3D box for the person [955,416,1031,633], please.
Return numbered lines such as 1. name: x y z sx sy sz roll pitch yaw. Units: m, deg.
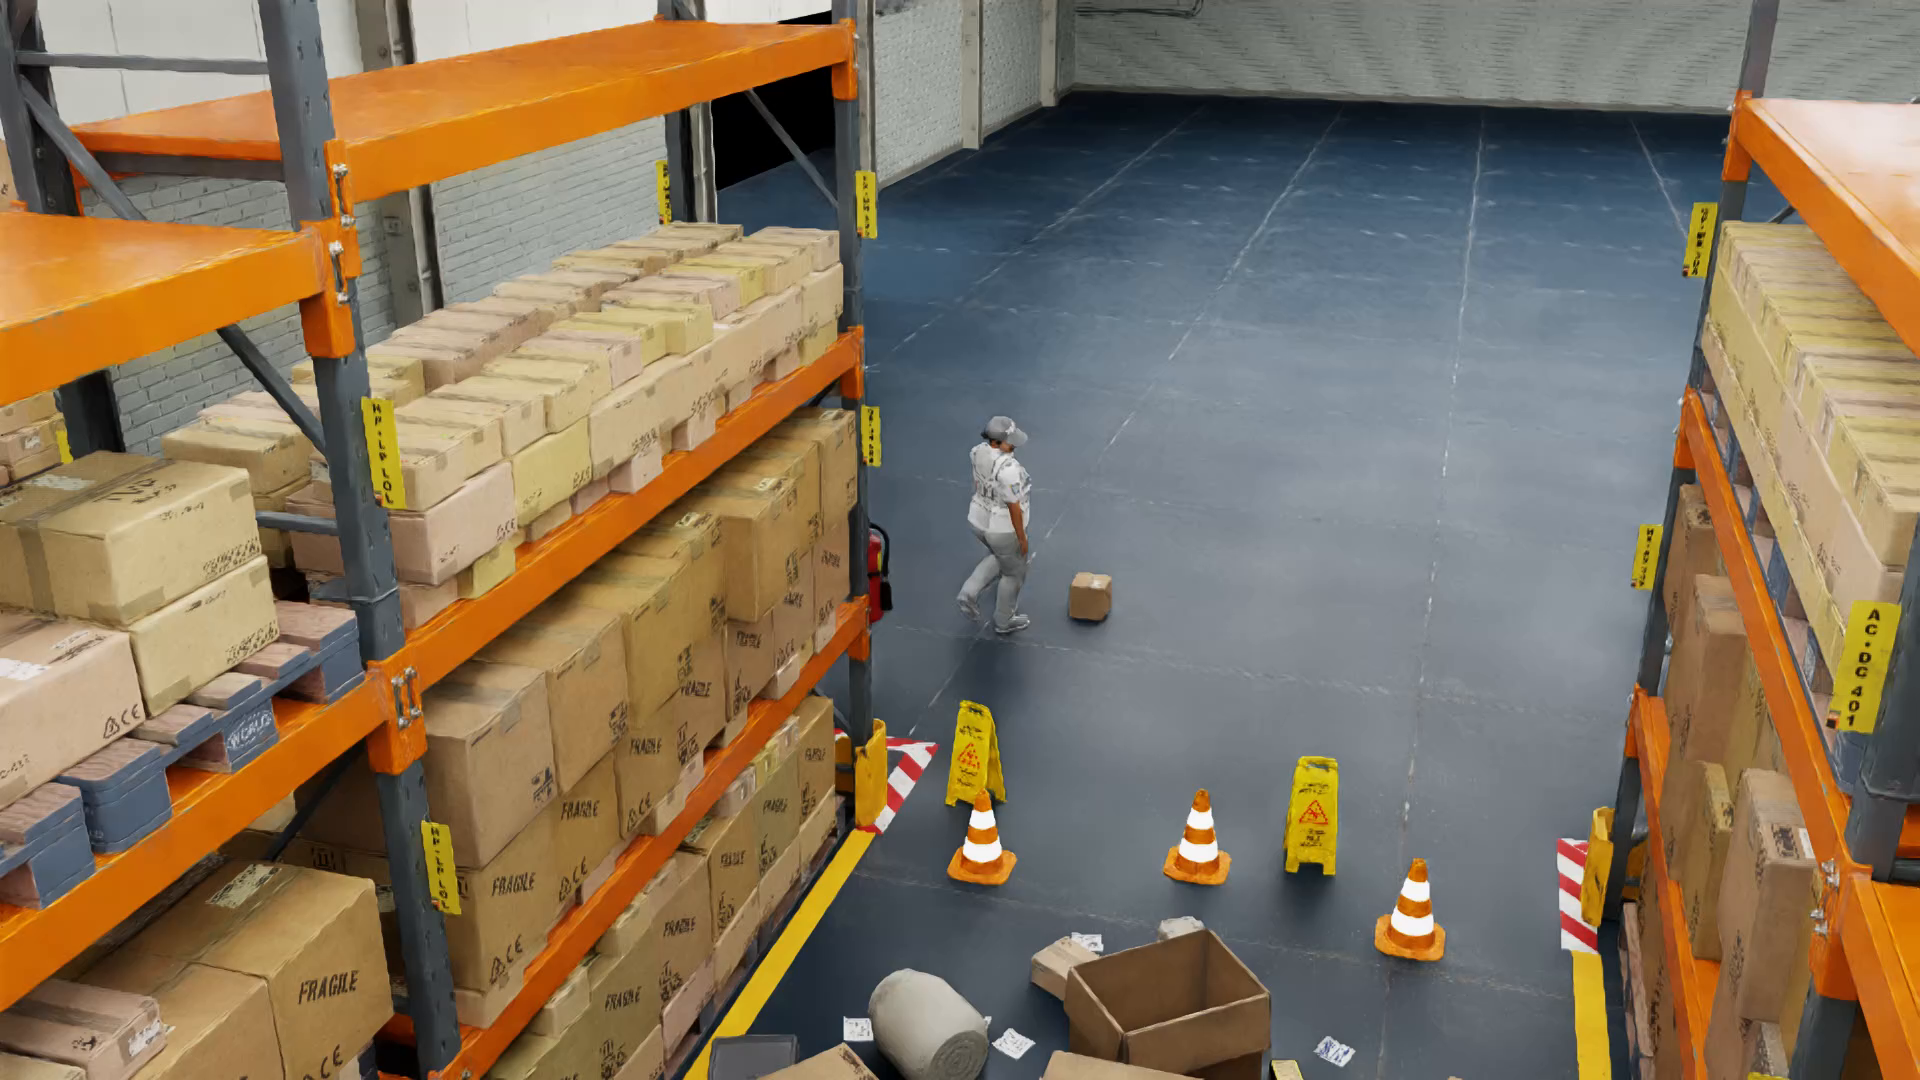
1. person: 0.295 -0.097 11.357 0.546 1.636 0.526 -14 26 -30
